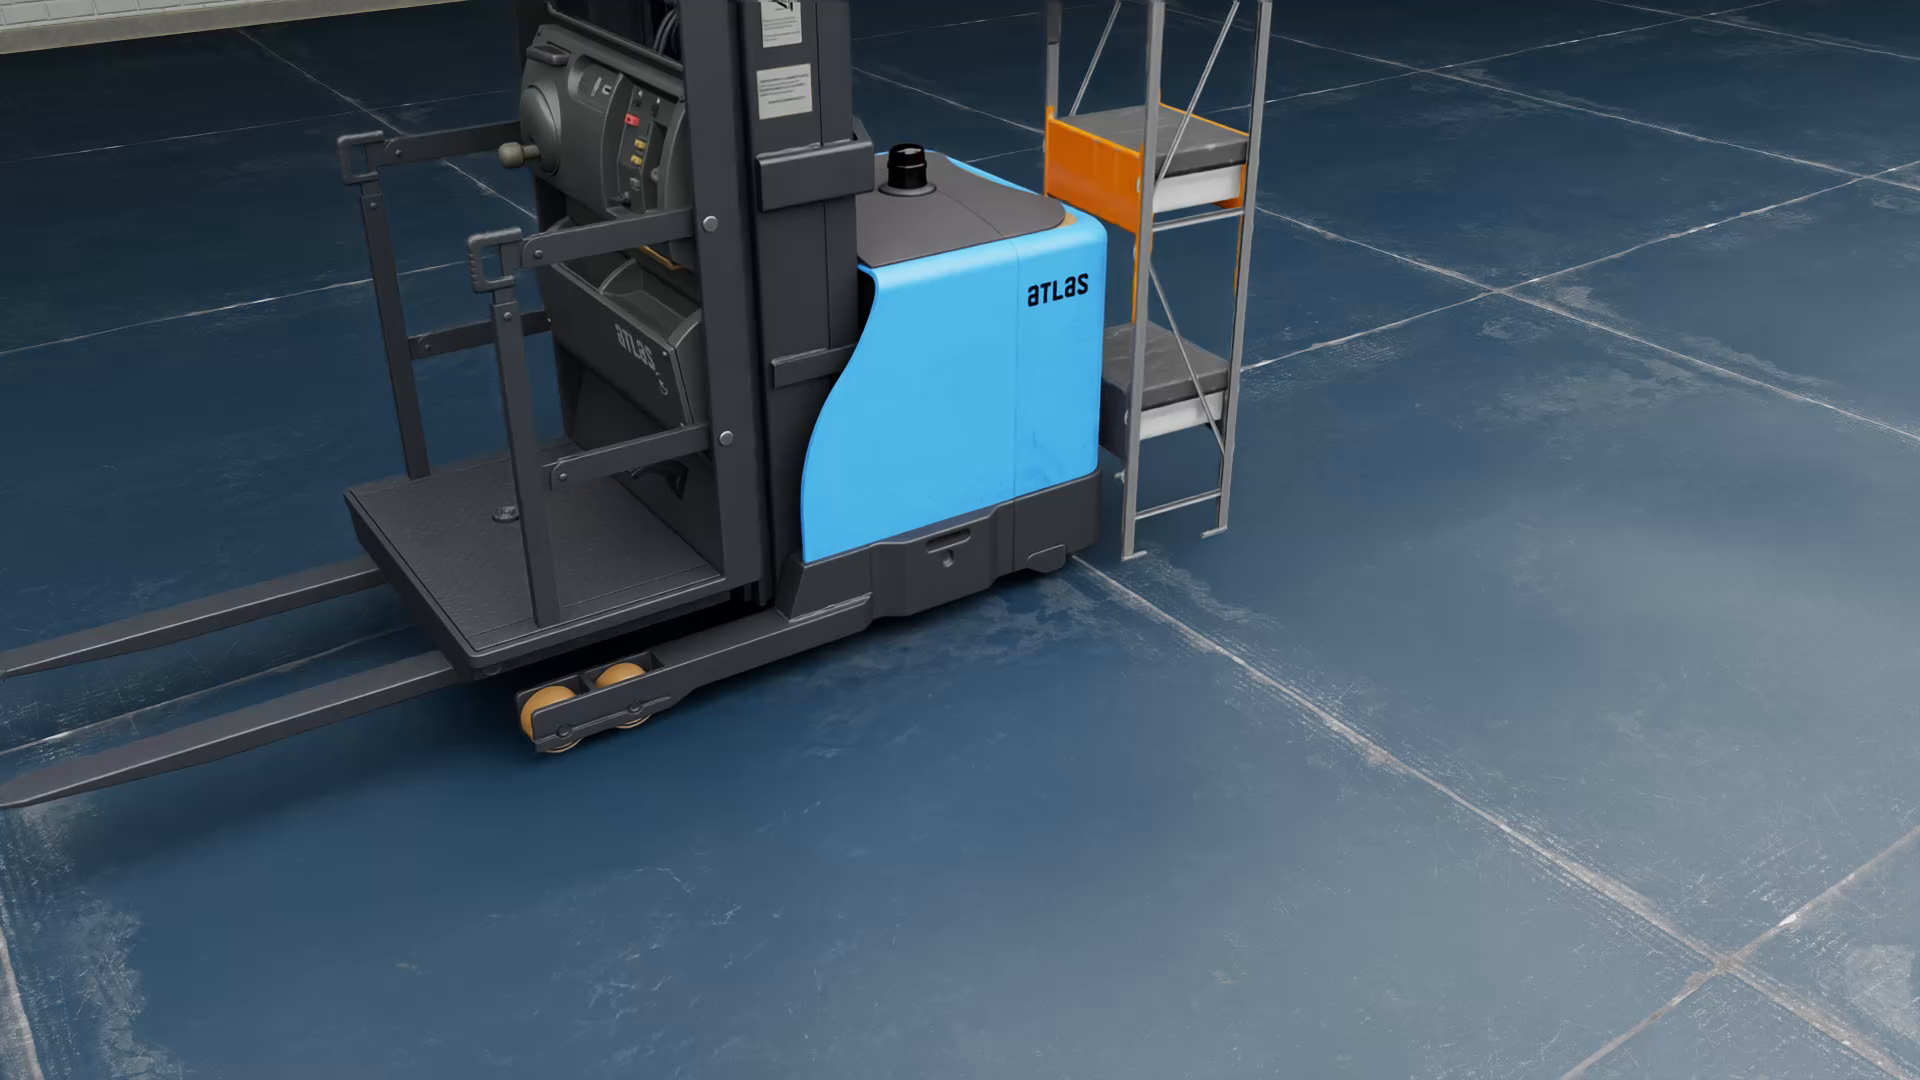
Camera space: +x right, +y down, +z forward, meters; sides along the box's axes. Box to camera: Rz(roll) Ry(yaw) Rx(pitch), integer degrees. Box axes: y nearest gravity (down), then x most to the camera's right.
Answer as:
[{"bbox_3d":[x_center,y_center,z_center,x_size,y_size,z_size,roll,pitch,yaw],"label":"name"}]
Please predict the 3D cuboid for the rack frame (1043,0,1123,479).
[{"bbox_3d":[0.426,-1.106,5.086,0.400,2.100,0.015,-16,32,-26],"label":"rack frame"}]

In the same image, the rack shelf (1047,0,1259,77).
[{"bbox_3d":[0.550,-1.609,4.574,0.431,0.518,0.480,-16,32,-26],"label":"rack shelf"}]

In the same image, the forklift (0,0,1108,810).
[{"bbox_3d":[-1.078,-1.032,4.080,3.031,2.935,1.130,-18,33,-29],"label":"forklift"}]

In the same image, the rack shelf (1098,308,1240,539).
[{"bbox_3d":[0.550,-0.378,5.242,0.431,0.518,0.480,-16,32,-26],"label":"rack shelf"}]

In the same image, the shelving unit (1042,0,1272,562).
[{"bbox_3d":[0.550,-1.006,4.901,0.431,2.100,0.503,-16,32,-26],"label":"shelving unit"}]

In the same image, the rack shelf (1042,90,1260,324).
[{"bbox_3d":[0.550,-0.994,4.908,0.431,0.518,0.480,-16,32,-26],"label":"rack shelf"}]

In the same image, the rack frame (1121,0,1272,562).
[{"bbox_3d":[0.674,-0.905,4.716,0.400,2.100,0.015,-16,32,-26],"label":"rack frame"}]
